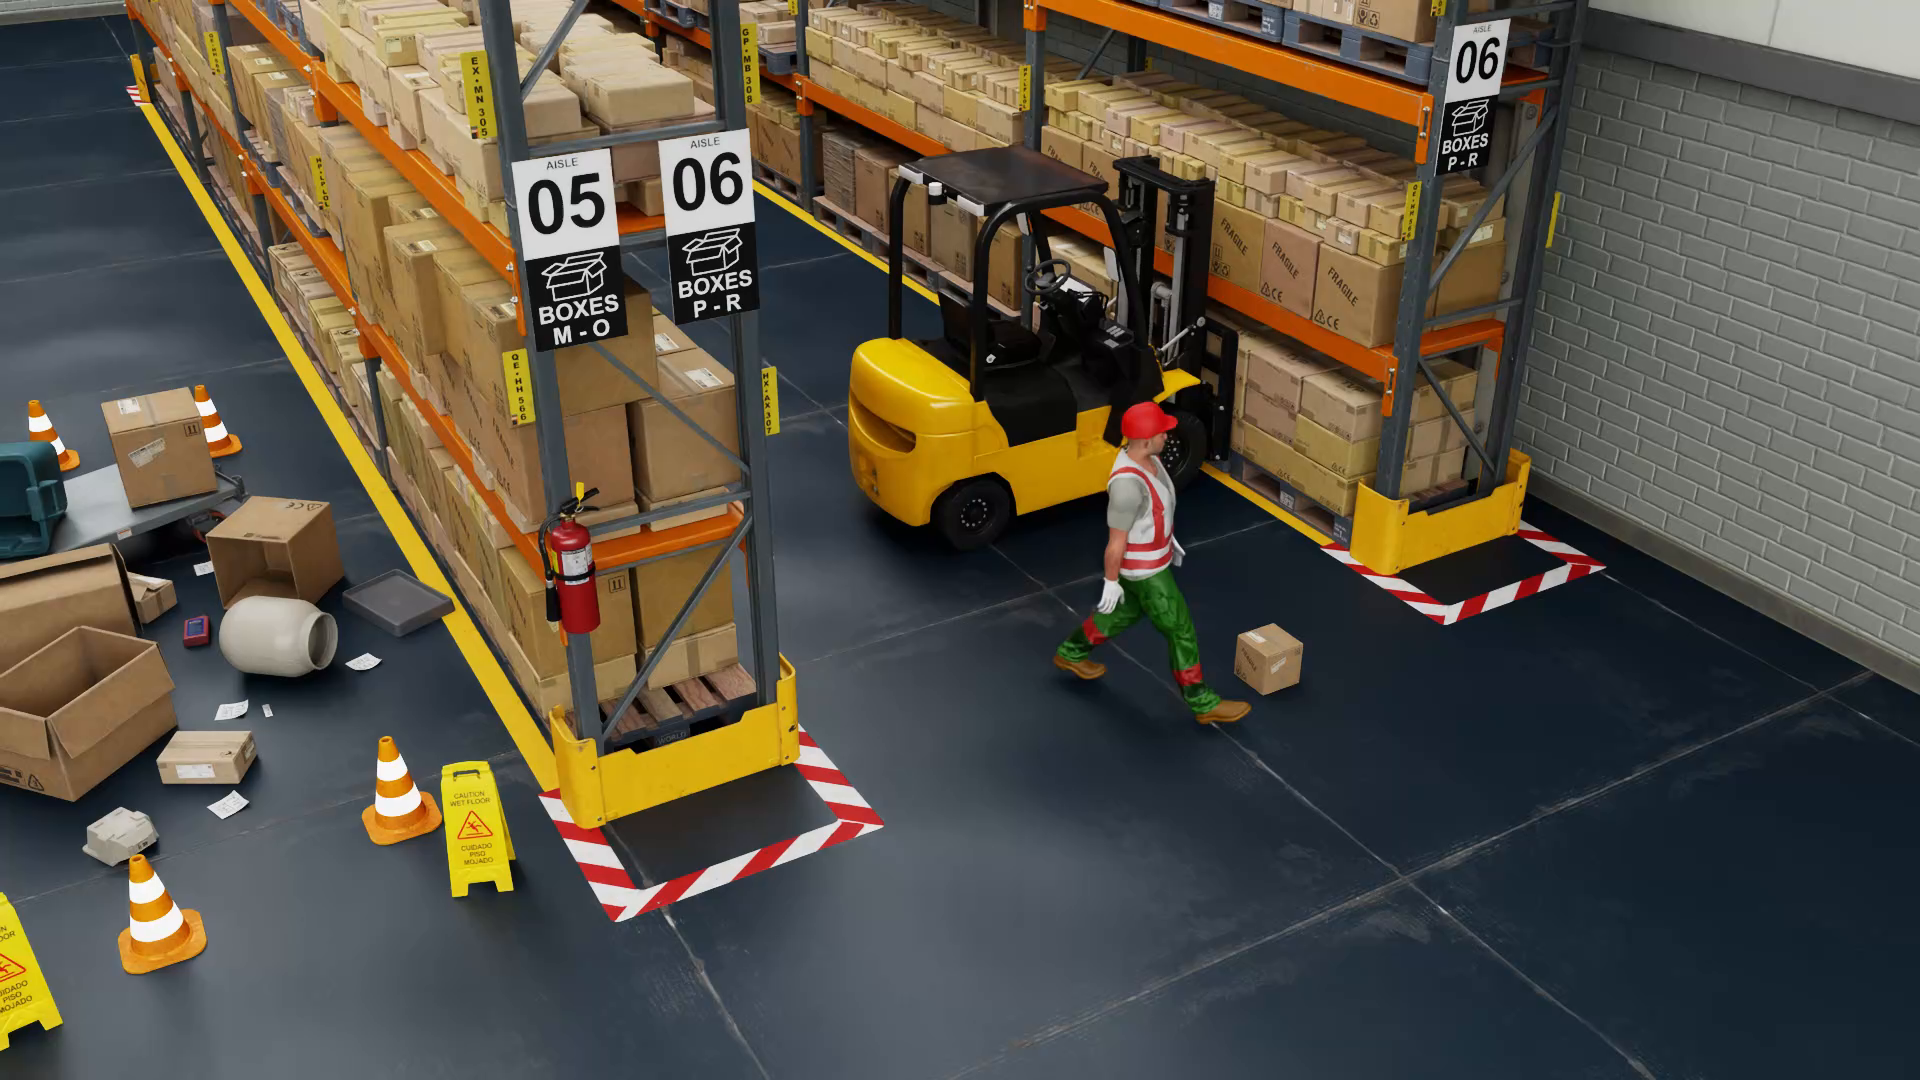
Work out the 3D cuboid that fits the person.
[{"bbox_3d":[1.001,0.100,8.404,1.075,1.728,0.572,6,29,11],"label":"person"}]
